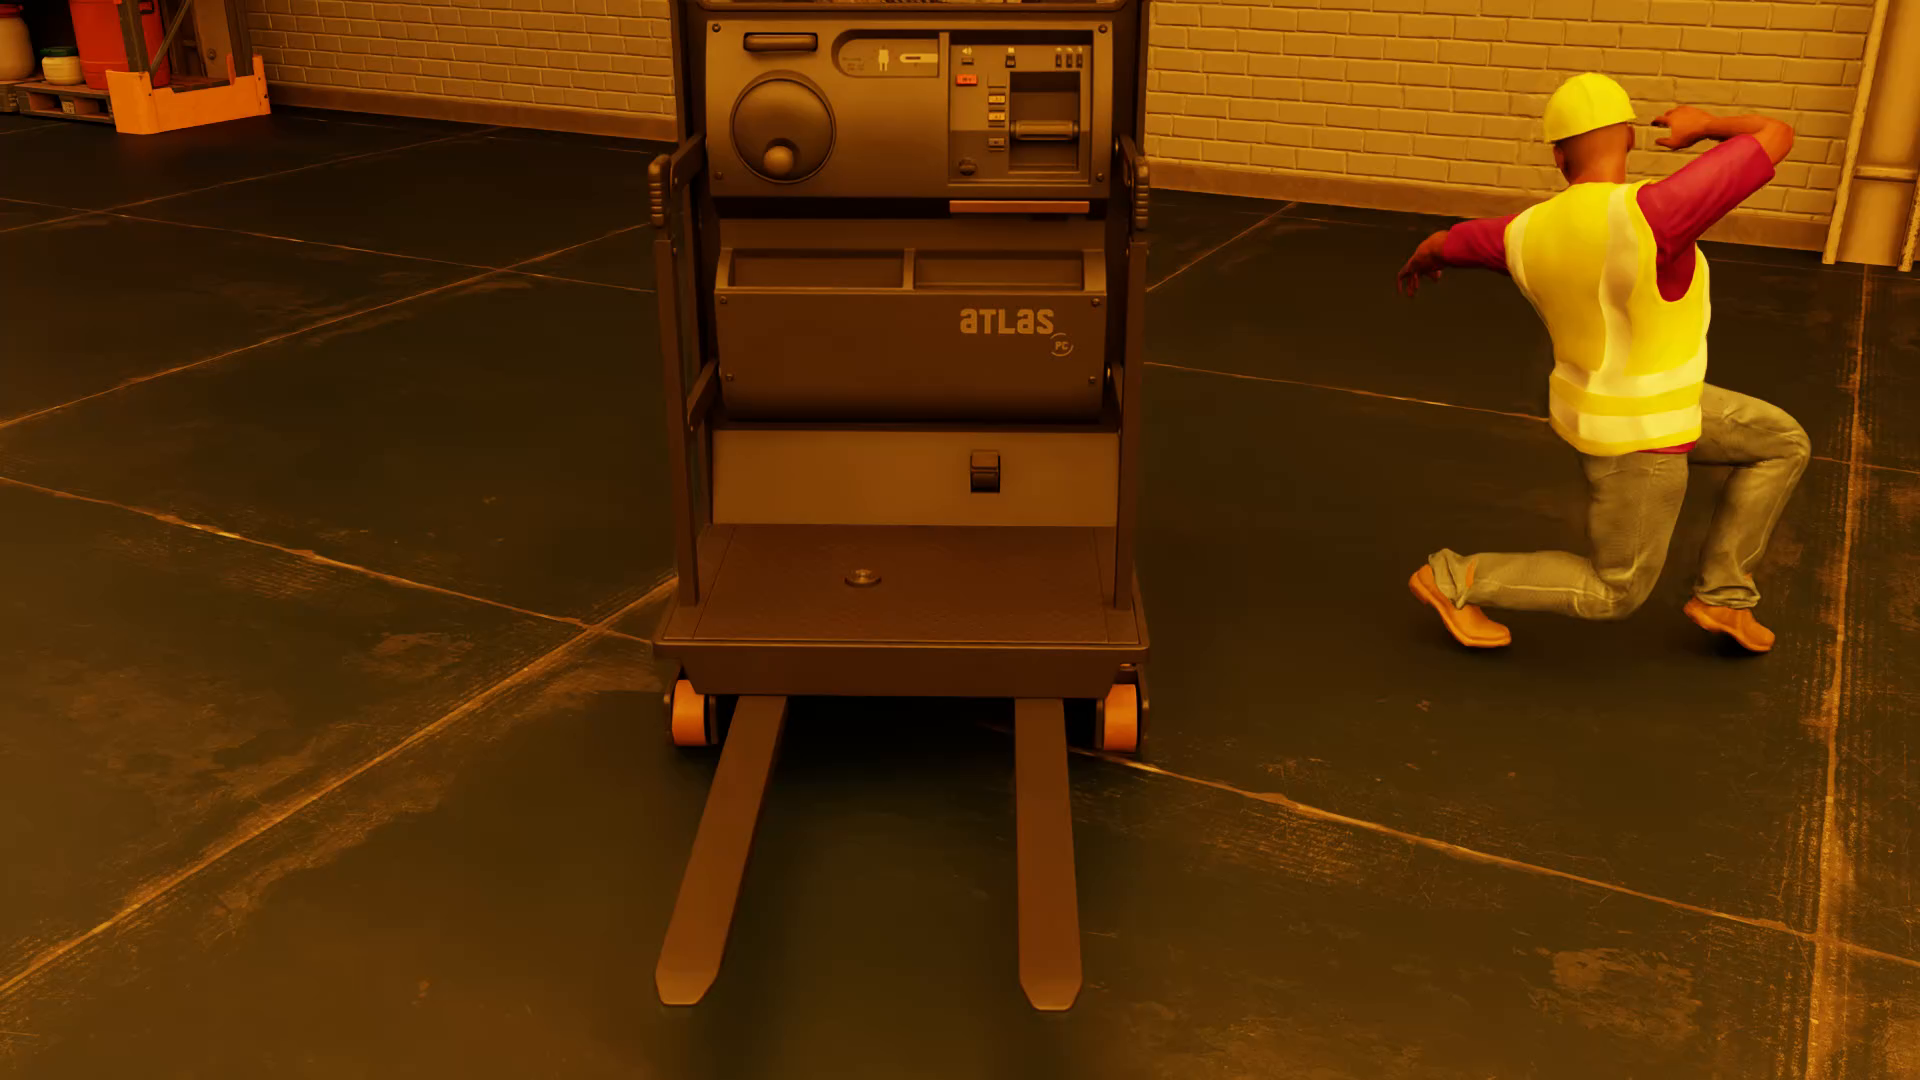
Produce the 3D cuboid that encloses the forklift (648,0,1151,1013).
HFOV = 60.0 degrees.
[{"bbox_3d":[-0.119,-0.976,3.612,1.130,2.935,3.031,1,23,1],"label":"forklift"}]

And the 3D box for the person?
[{"bbox_3d":[1.671,-0.483,4.327,0.957,1.469,1.002,0,23,1],"label":"person"}]
